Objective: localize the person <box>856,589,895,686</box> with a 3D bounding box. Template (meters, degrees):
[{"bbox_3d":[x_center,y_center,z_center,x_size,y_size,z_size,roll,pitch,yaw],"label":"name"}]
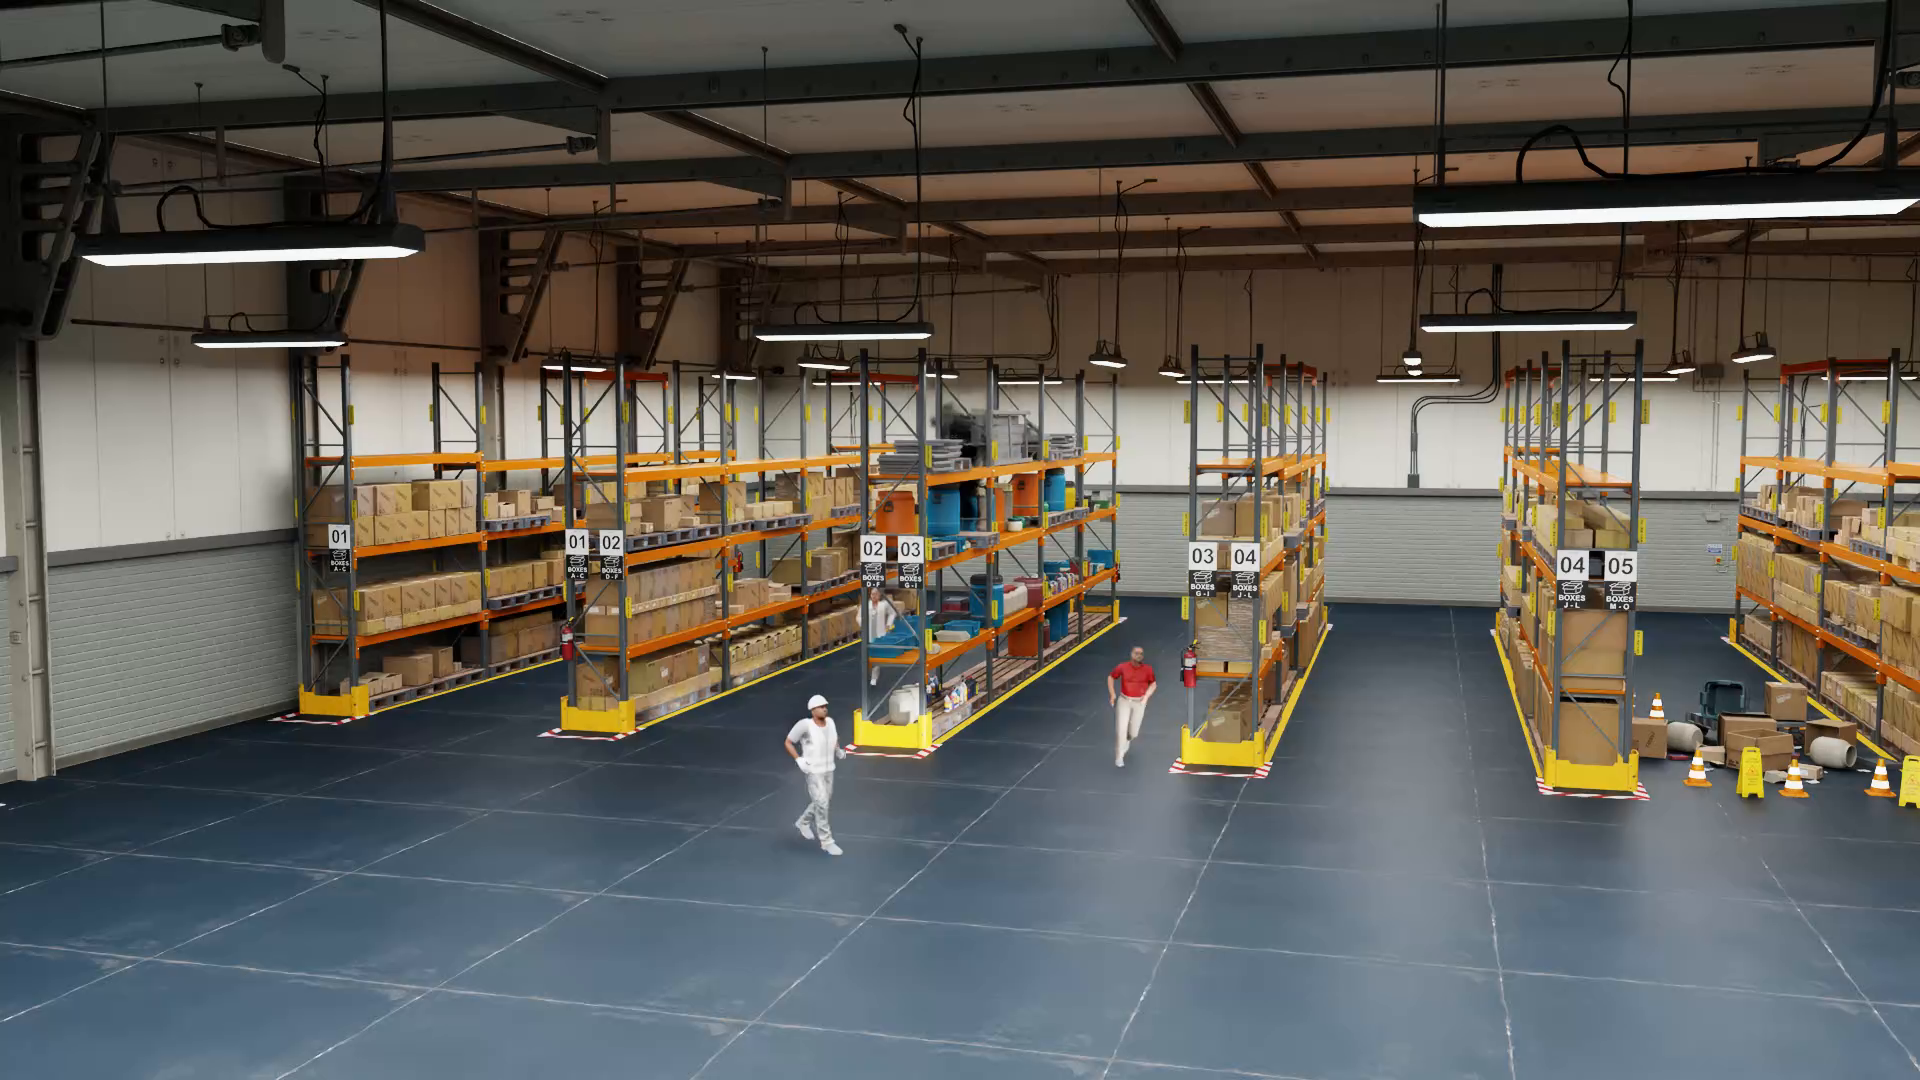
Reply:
[{"bbox_3d":[-1.589,1.790,31.062,0.709,1.767,1.018,0,4,6],"label":"person"}]

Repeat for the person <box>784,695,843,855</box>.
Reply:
[{"bbox_3d":[-1.643,2.671,19.152,0.859,1.789,0.681,4,6,41],"label":"person"}]

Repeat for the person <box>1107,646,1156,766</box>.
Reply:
[{"bbox_3d":[2.487,2.381,24.050,0.702,1.699,0.724,0,4,0],"label":"person"}]
